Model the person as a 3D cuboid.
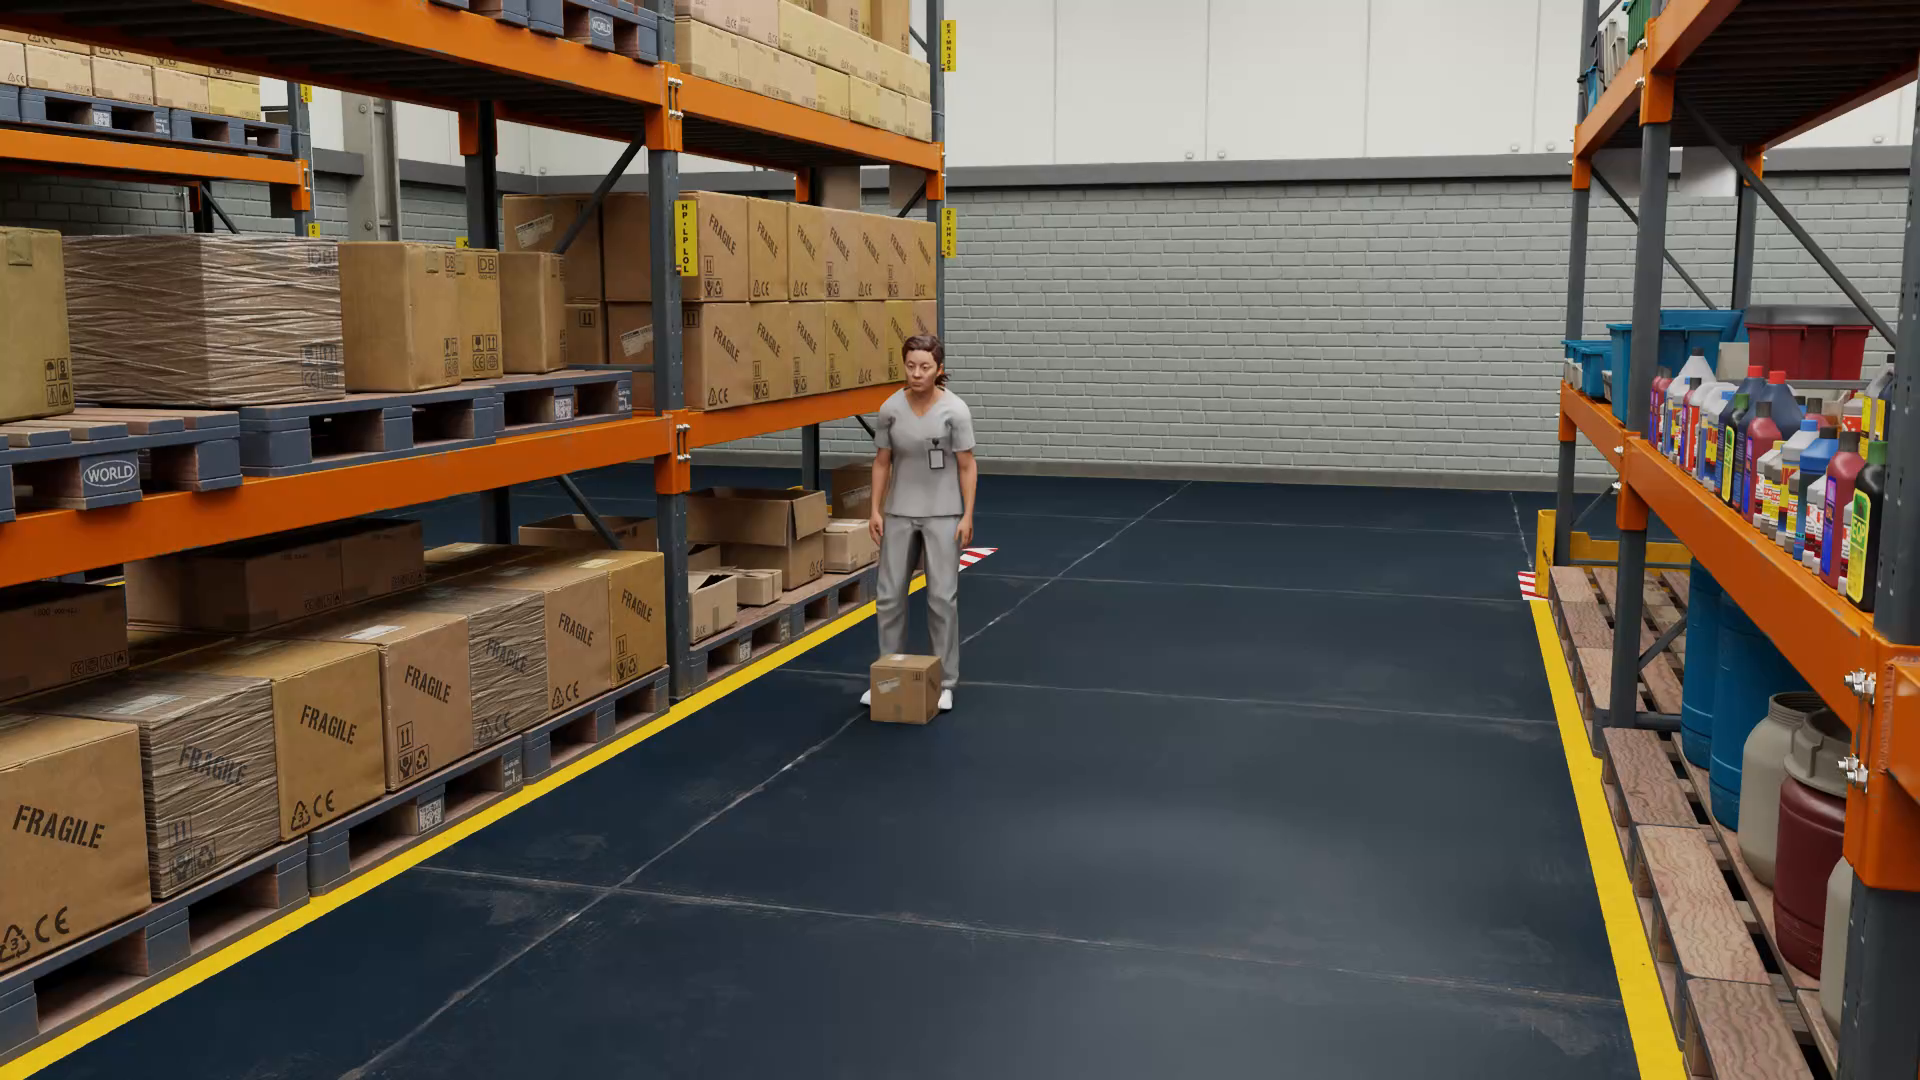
[{"bbox_3d":[-0.177,-0.086,7.431,0.499,1.671,0.366,2,9,13],"label":"person"}]
